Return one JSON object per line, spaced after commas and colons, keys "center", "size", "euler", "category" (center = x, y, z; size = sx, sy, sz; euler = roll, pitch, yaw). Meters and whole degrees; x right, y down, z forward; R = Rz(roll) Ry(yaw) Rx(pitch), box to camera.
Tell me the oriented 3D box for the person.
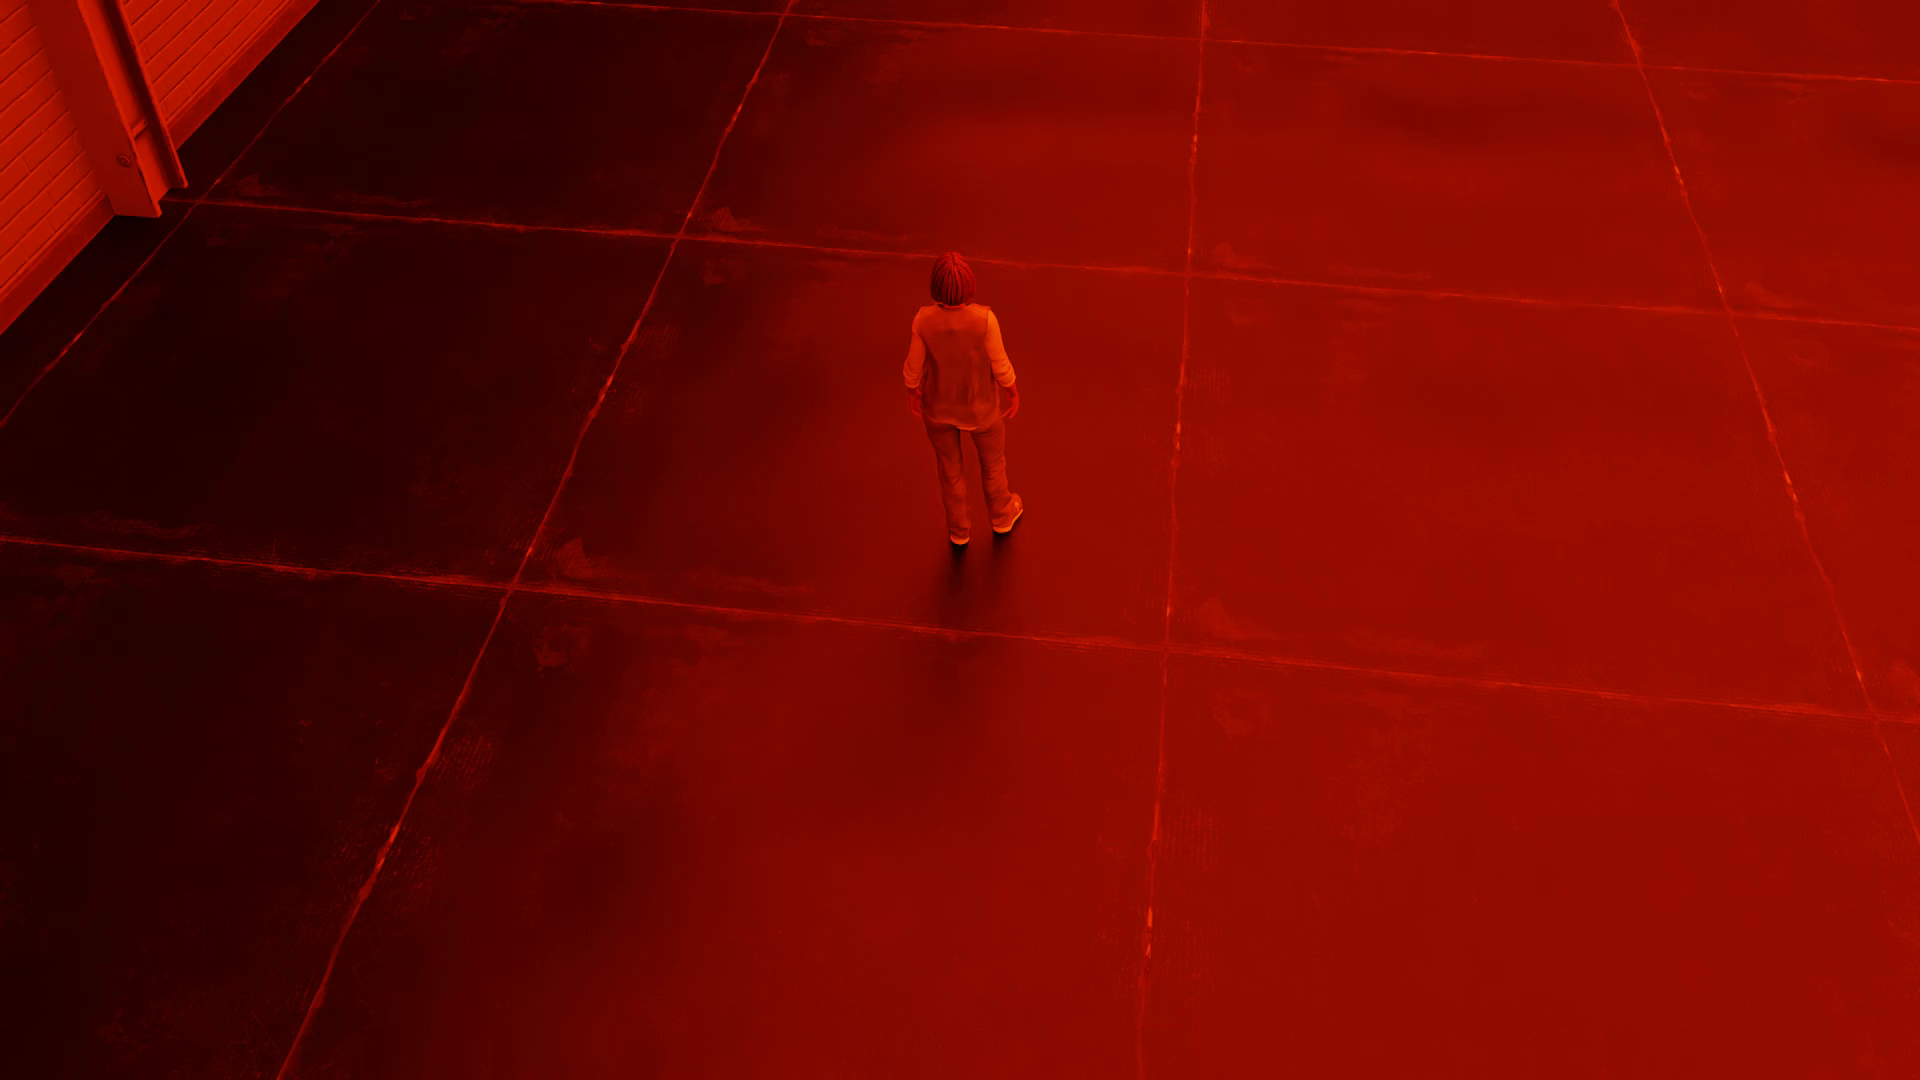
{"center": [0.024, -0.642, 7.398], "size": [0.520, 1.597, 0.475], "euler": [5, 43, 6], "category": "person"}
